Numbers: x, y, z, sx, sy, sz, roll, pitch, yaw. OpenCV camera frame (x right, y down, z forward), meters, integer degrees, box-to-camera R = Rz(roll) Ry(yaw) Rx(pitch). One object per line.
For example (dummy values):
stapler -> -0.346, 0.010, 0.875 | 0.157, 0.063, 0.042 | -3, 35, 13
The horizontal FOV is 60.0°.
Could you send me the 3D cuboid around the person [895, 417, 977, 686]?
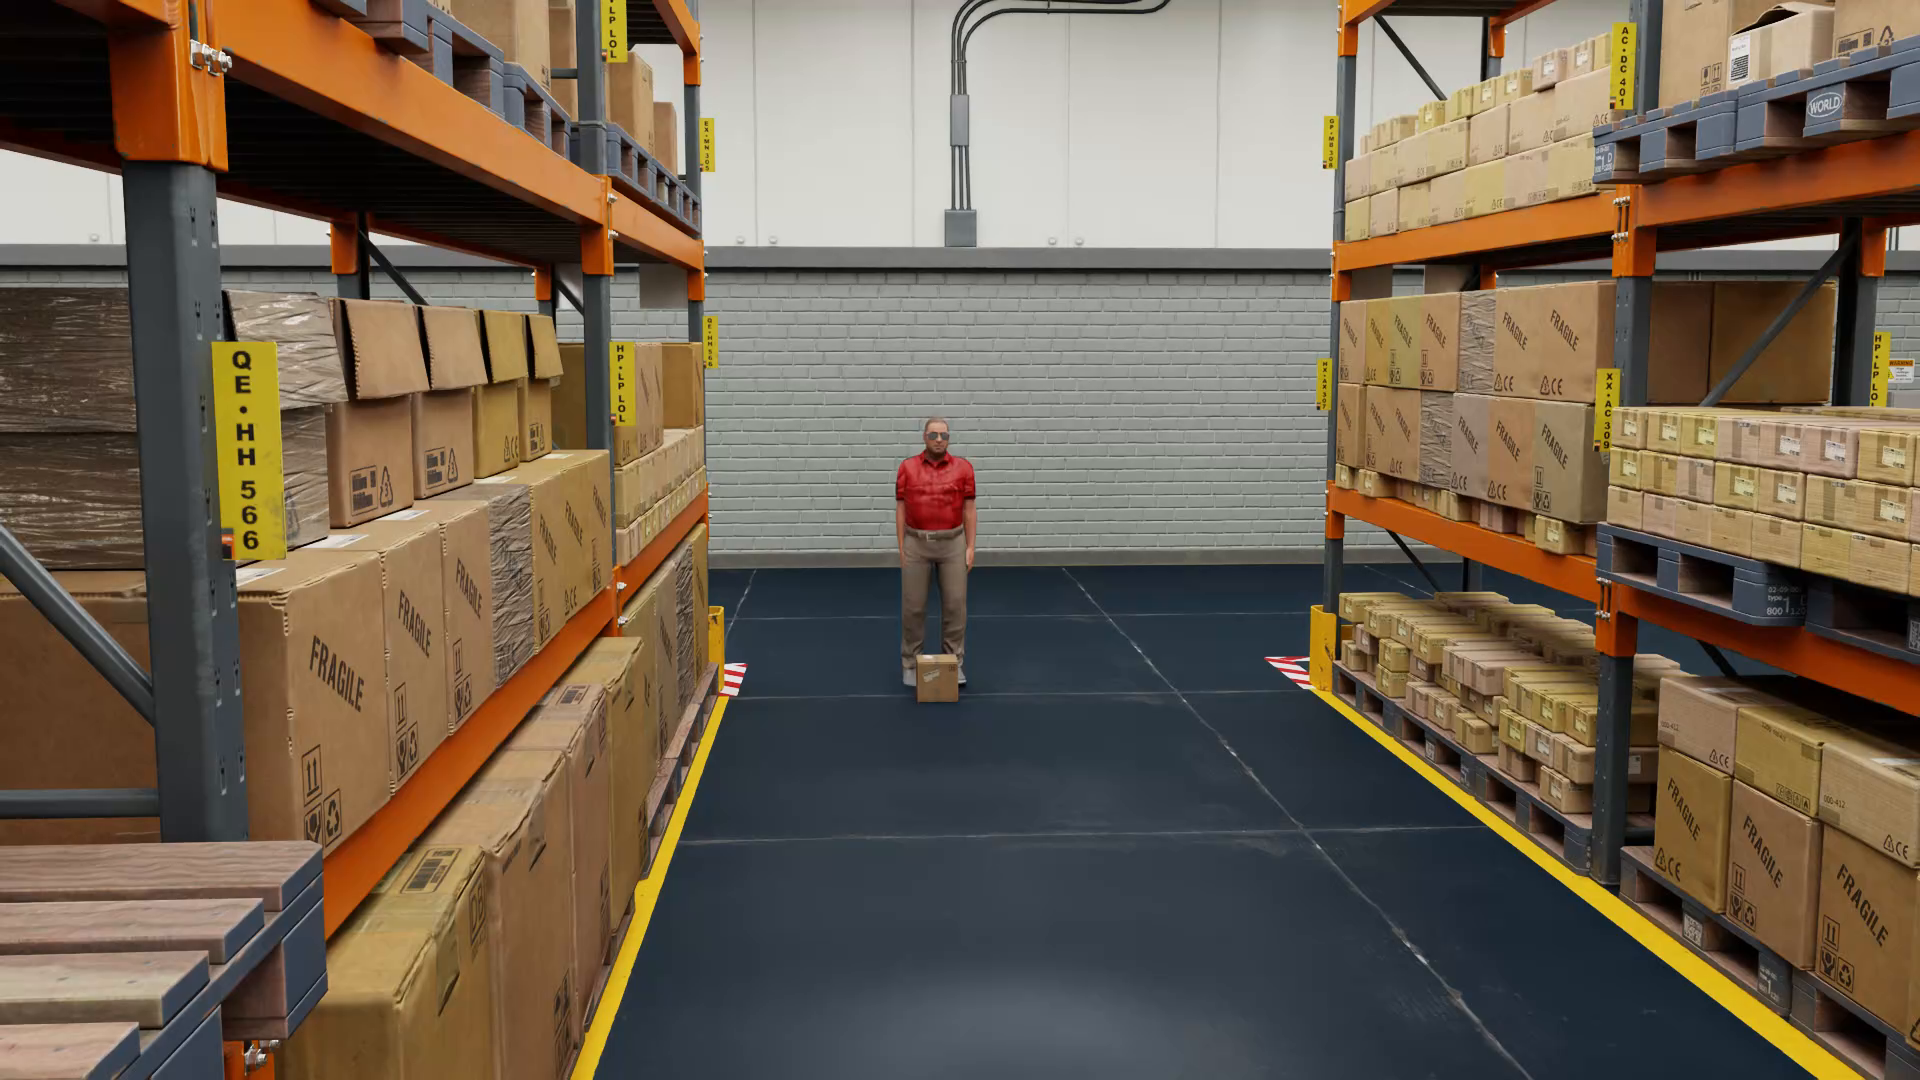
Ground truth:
person -> -0.151, 0.087, 10.740 | 0.527, 1.753, 0.367 | 0, 7, -2
